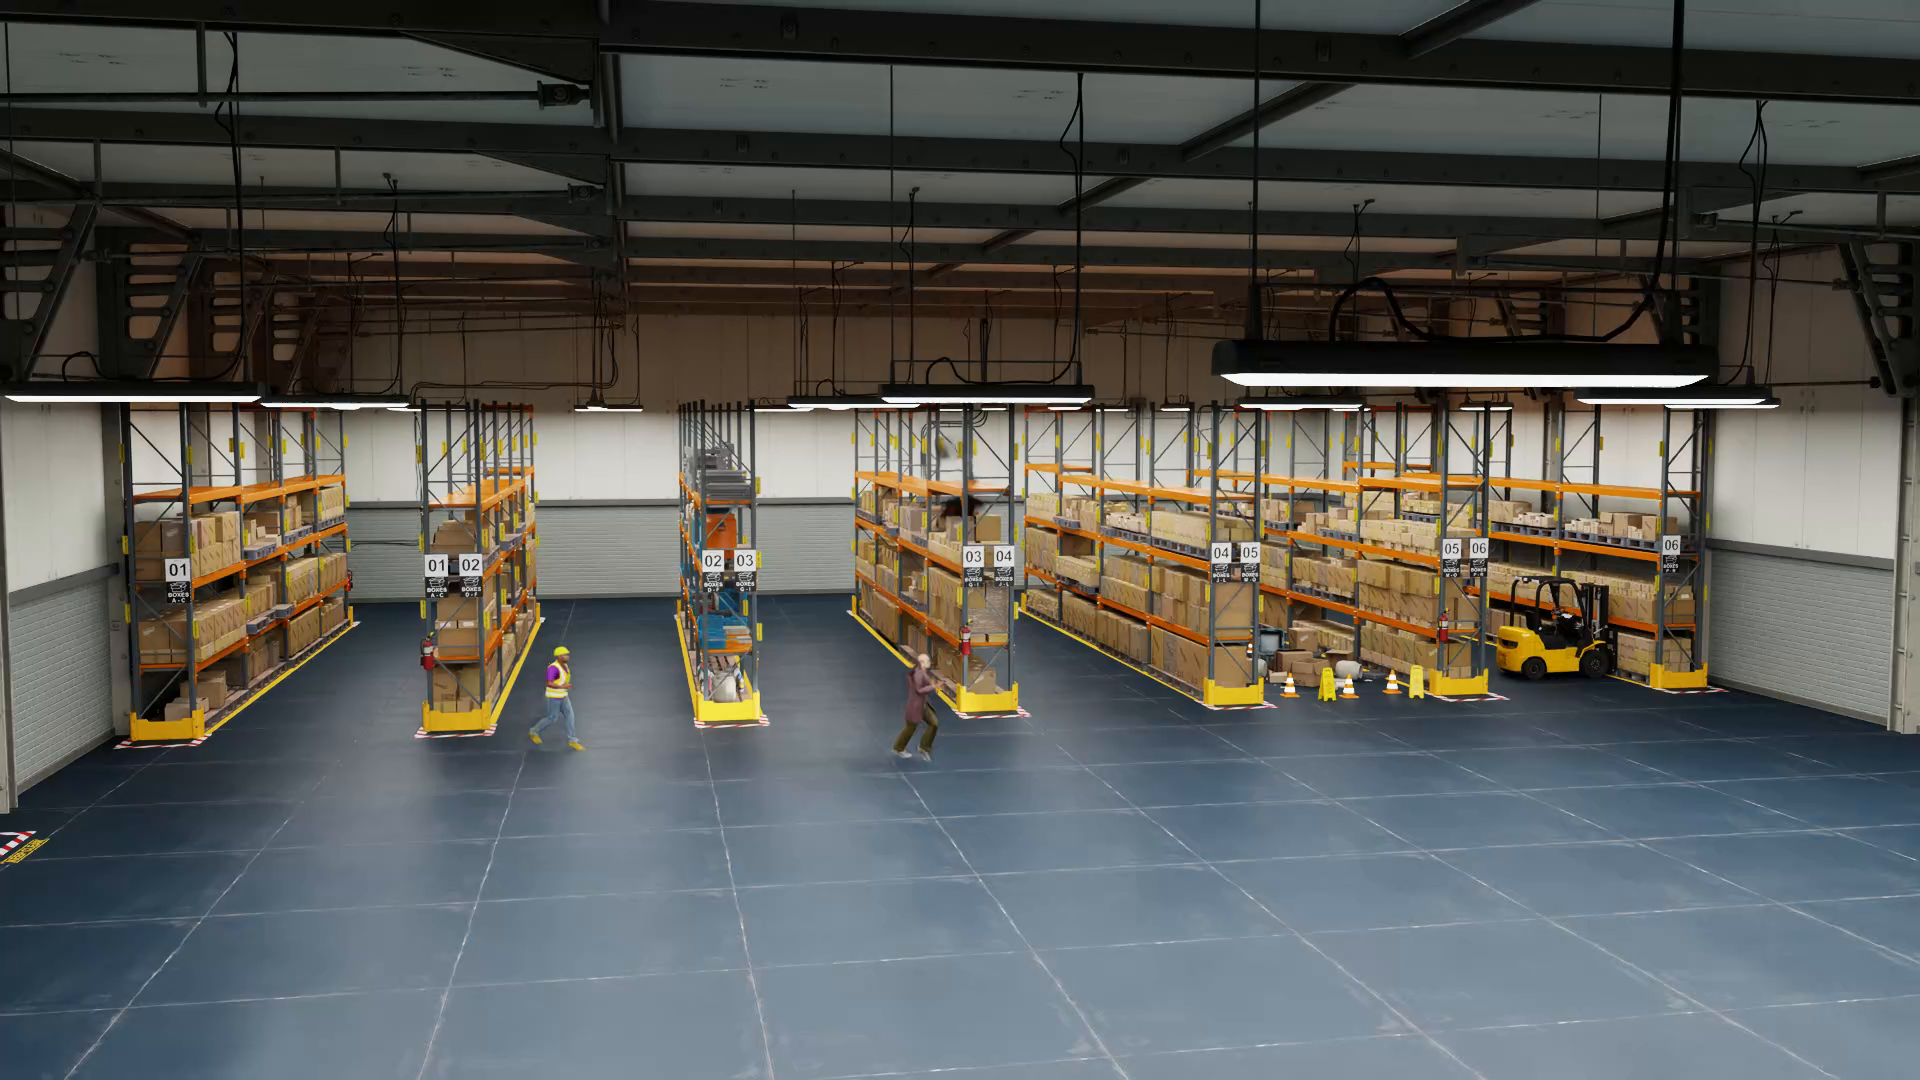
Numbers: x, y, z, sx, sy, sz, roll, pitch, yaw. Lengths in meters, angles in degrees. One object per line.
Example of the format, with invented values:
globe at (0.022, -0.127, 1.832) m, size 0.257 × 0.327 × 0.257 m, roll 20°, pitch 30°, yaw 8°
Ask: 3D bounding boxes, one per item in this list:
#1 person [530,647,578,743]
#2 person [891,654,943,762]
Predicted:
person at (-6.940, 2.640, 28.387) m, size 0.864 × 1.655 × 0.727 m, roll 1°, pitch 4°, yaw 11°
person at (-0.716, 2.789, 27.391) m, size 0.904 × 1.842 × 0.632 m, roll 1°, pitch 5°, yaw 17°
